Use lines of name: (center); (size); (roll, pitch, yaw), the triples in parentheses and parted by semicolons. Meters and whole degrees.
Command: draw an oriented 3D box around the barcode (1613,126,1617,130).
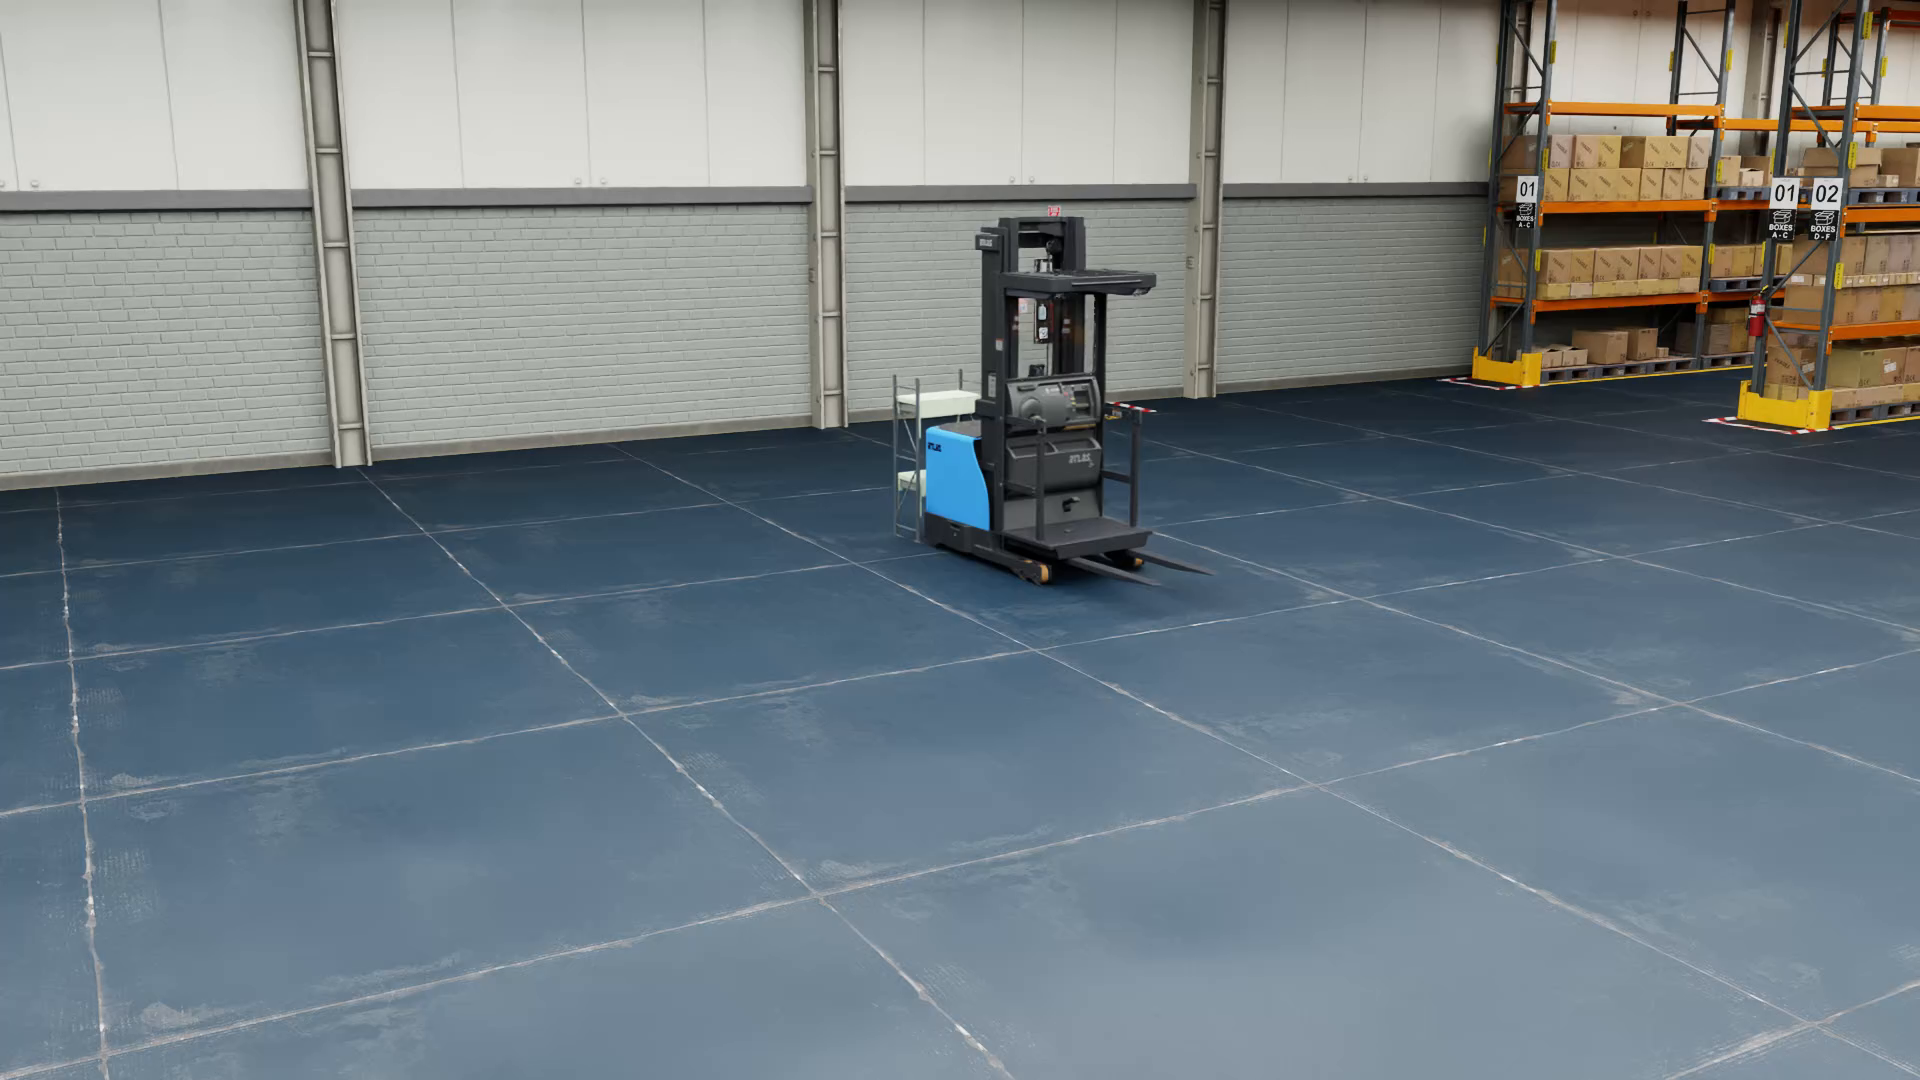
barcode: (10.703, -6.731, 27.169); (0.075, 0.075, 0.001); (-7, 14, -28)

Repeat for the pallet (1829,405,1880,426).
pallet: (11.646, -1.757, 22.577); (1.213, 0.211, 1.003); (-7, 14, -28)

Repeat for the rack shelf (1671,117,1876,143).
rack shelf: (13.884, -6.995, 28.387); (4.000, 0.370, 1.077); (-7, 14, -28)

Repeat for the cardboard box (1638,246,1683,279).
cardboard box: (11.427, -4.544, 27.196); (0.500, 0.500, 0.500); (-7, 14, -28)

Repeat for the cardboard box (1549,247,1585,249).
cardboard box: (9.828, -4.483, 26.925); (0.500, 0.500, 0.500); (-7, 15, -29)

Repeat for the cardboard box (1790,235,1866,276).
cardboard box: (11.457, -3.763, 21.957); (0.500, 0.500, 0.700); (-7, 14, -28)

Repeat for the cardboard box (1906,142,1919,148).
cardboard box: (17.838, -7.210, 30.687); (0.500, 0.250, 0.500); (-7, 15, -30)

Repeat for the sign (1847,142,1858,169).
sign: (11.255, -4.850, 20.966); (0.005, 0.325, 0.100); (-7, 14, -28)

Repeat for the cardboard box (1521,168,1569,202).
cardboard box: (9.031, -5.492, 25.718); (0.500, 0.500, 0.500); (-6, 14, -26)

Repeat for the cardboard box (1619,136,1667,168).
cardboard box: (10.889, -6.192, 26.551); (0.500, 0.500, 0.500); (-7, 15, -30)

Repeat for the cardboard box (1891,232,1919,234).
cardboard box: (13.236, -3.978, 22.911); (0.500, 0.500, 0.700); (-7, 14, -28)

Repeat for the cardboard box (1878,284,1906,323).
cardboard box: (12.308, -3.232, 22.551); (0.500, 0.500, 0.700); (-7, 14, -27)

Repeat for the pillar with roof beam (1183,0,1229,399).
pillar with roof beam: (5.614, -5.690, 20.036); (0.400, 9.000, 9.100); (-7, 14, -28)

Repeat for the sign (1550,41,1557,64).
sign: (8.878, -7.300, 24.884); (0.005, 0.325, 0.100); (-7, 14, -28)

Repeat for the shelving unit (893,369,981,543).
shelving unit: (-0.187, -0.788, 15.334); (0.755, 1.500, 0.431); (-9, 15, -34)

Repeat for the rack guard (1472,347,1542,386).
rack guard: (8.684, -2.772, 26.428); (0.348, 0.500, 1.175); (-7, 14, -28)

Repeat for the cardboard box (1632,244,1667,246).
cardboard box: (11.616, -4.697, 27.879); (0.500, 0.500, 0.500); (-7, 15, -29)

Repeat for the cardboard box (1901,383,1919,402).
cardboard box: (12.889, -2.064, 22.894); (0.500, 0.250, 0.500); (-7, 14, -28)

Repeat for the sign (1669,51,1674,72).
sign: (11.858, -7.970, 27.682); (0.005, 0.325, 0.100); (-7, 14, -28)

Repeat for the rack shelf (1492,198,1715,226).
rack shelf: (10.373, -5.306, 26.803); (4.000, 0.370, 1.077); (-7, 14, -28)

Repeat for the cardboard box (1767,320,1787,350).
cardboard box: (14.102, -3.645, 29.305); (0.500, 0.500, 0.700); (-7, 14, -28)

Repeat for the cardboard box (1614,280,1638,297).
cardboard box: (10.542, -4.073, 26.811); (0.500, 0.250, 0.500); (-7, 14, -27)

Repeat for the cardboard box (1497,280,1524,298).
cardboard box: (8.935, -4.007, 26.517); (0.500, 0.250, 0.500); (-7, 14, -27)

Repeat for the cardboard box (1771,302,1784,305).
cardboard box: (14.502, -4.052, 29.408); (0.500, 0.250, 0.500); (-7, 14, -27)

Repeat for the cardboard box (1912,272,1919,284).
cardboard box: (12.792, -3.556, 22.513); (0.250, 0.149, 0.380); (-7, 14, -27)

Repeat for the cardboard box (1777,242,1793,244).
cardboard box: (14.754, -4.973, 29.286); (0.500, 0.500, 0.700); (-8, 15, -33)

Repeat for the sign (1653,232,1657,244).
sign: (11.860, -5.076, 28.334); (0.005, 0.325, 0.100); (-7, 14, -28)

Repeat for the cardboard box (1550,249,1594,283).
cardboard box: (9.619, -4.328, 26.238); (0.500, 0.500, 0.500); (-7, 14, -28)

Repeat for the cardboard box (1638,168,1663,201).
cardboard box: (10.886, -5.709, 26.681); (0.500, 0.500, 0.500); (-7, 15, -30)

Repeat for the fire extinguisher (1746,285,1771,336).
fire extinguisher: (10.668, -3.068, 22.229); (0.183, 0.674, 0.296); (-7, 14, -28)

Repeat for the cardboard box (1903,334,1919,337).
cardboard box: (13.948, -2.691, 23.973); (0.500, 0.500, 0.500); (-7, 14, -28)

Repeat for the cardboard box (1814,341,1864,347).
cardboard box: (12.193, -2.480, 23.037); (0.500, 0.500, 0.500); (-7, 14, -28)

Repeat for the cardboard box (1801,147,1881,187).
cardboard box: (11.501, -4.876, 21.741); (0.637, 0.503, 0.797); (-6, 14, -24)

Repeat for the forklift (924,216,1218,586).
forklift: (0.915, -1.185, 13.840); (1.130, 2.935, 3.031); (-8, 15, -33)

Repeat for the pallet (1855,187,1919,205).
pallet: (12.700, -4.648, 22.441); (1.213, 0.211, 1.003); (-7, 14, -28)

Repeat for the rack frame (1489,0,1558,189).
rack frame: (8.618, -6.910, 25.459); (0.127, 3.000, 1.000); (-7, 14, -28)

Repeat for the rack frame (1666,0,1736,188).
rack frame: (12.129, -7.331, 27.329); (0.127, 3.000, 1.000); (-7, 14, -28)

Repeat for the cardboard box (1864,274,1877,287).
cardboard box: (11.892, -3.448, 22.036); (0.250, 0.149, 0.380); (-7, 14, -28)

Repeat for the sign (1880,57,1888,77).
sign: (15.908, -8.143, 28.628); (0.005, 0.325, 0.100); (-7, 14, -28)

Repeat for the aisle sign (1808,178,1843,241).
aisle sign: (11.084, -4.231, 21.300); (0.004, 0.787, 0.394); (-7, 14, -28)

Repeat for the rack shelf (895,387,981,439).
rack shelf: (-0.187, -1.168, 15.248); (0.720, 0.370, 0.431); (-9, 15, -34)

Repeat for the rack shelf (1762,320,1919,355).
rack shelf: (12.750, -2.889, 22.892); (4.000, 0.370, 1.077); (-7, 14, -28)

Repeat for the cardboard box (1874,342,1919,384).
cardboard box: (12.890, -2.429, 22.811); (0.500, 0.500, 0.500); (-7, 14, -28)

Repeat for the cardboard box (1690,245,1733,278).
cardboard box: (12.592, -4.715, 28.137); (0.500, 0.500, 0.700); (-7, 14, -28)

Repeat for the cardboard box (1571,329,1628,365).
cardboard box: (10.436, -3.161, 27.157); (0.500, 0.500, 0.700); (-8, 15, -31)

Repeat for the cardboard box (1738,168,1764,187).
cardboard box: (13.187, -6.136, 28.097); (0.500, 0.311, 0.500); (-6, 14, -26)
